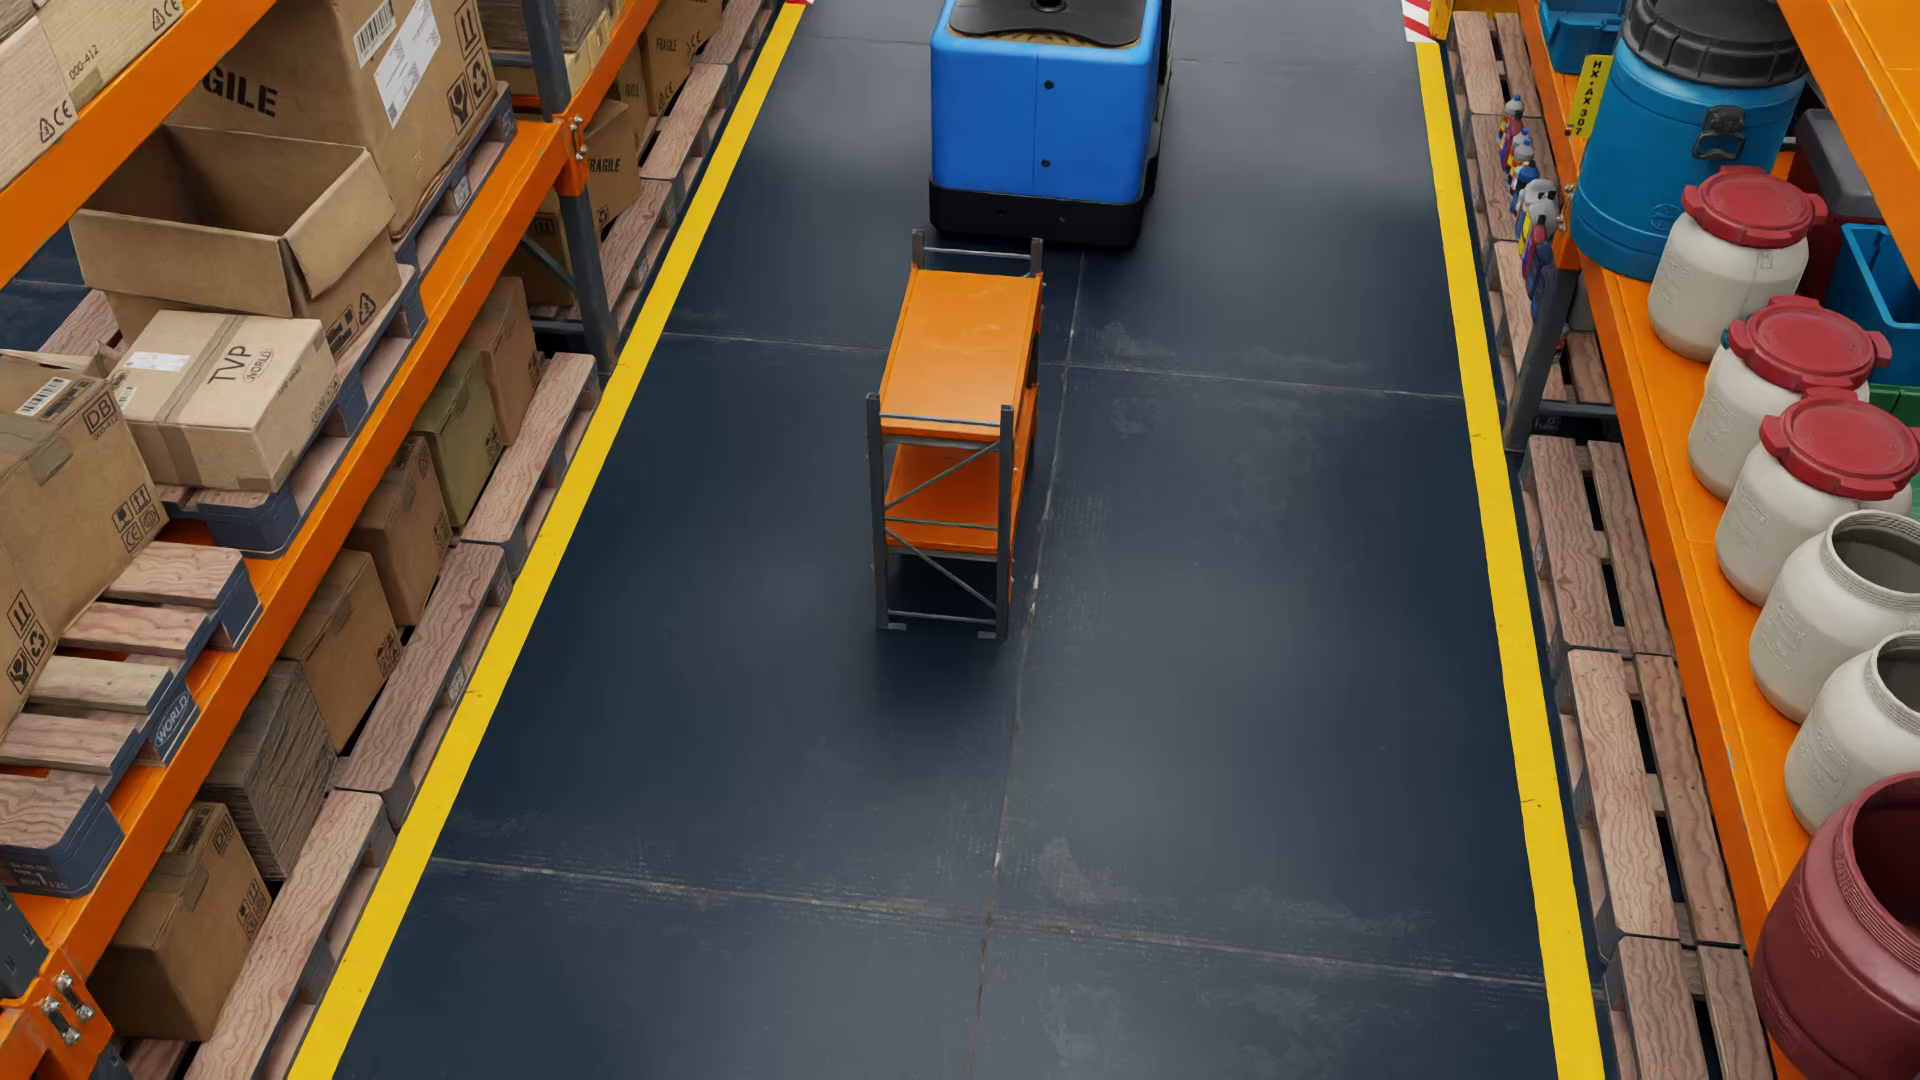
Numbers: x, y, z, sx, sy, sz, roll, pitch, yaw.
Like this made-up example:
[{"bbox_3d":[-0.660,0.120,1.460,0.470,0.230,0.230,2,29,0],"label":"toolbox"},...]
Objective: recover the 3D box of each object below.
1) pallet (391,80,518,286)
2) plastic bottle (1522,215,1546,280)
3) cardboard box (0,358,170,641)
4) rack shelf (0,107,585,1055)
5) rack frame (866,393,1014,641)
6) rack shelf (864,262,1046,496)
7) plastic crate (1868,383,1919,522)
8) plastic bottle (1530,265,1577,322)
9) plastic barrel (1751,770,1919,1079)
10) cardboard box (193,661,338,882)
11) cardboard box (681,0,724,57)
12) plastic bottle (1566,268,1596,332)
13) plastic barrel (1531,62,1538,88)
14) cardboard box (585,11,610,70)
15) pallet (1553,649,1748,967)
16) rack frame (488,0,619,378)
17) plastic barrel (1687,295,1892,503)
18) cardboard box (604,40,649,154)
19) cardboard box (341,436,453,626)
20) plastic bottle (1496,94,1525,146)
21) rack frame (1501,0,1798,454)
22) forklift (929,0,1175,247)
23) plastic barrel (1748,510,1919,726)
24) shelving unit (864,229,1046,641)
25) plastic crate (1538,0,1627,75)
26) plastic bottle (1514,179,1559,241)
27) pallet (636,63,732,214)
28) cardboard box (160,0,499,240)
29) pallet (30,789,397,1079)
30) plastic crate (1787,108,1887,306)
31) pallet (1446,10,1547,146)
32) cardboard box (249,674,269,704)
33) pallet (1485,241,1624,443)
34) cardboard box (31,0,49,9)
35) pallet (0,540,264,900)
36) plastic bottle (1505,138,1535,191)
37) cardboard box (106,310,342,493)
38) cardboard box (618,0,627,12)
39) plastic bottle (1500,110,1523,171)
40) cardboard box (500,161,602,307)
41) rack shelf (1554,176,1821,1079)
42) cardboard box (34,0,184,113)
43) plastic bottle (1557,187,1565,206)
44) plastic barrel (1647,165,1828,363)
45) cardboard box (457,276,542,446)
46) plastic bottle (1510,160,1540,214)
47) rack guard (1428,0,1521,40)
[{"bbox_3d":[-2.313,-1.335,6.118,1.003,0.211,1.213,5,44,6],"label":"pallet"},{"bbox_3d":[2.647,-1.346,7.646,0.061,0.283,0.133,8,44,8],"label":"plastic bottle"},{"bbox_3d":[-2.590,-0.136,4.334,0.700,0.500,0.500,11,45,12],"label":"cardboard box"},{"bbox_3d":[-2.332,-0.288,5.396,1.077,0.370,4.000,5,44,6],"label":"rack shelf"},{"bbox_3d":[-0.068,-0.057,5.992,0.500,1.125,0.032,5,44,6],"label":"rack frame"},{"bbox_3d":[-0.001,-0.616,6.157,0.538,0.278,1.000,5,44,6],"label":"rack shelf"},{"bbox_3d":[2.892,-0.173,4.905,0.450,0.188,0.662,5,44,6],"label":"plastic crate"},{"bbox_3d":[2.642,-1.125,7.363,0.144,0.351,0.185,4,44,4],"label":"plastic bottle"},{"bbox_3d":[2.074,0.871,3.550,0.600,0.536,0.708,5,44,6],"label":"plastic barrel"},{"bbox_3d":[-2.467,0.724,5.302,0.700,0.500,0.500,2,43,2],"label":"cardboard box"},{"bbox_3d":[-1.683,-3.049,9.301,0.500,0.500,0.500,16,46,16],"label":"cardboard box"},{"bbox_3d":[2.784,-1.112,7.349,0.144,0.351,0.185,5,44,6],"label":"plastic bottle"},{"bbox_3d":[3.293,-2.640,8.861,0.421,0.512,0.421,0,43,0],"label":"plastic barrel"},{"bbox_3d":[-1.695,-2.110,6.979,0.380,0.149,0.250,5,44,6],"label":"cardboard box"},{"bbox_3d":[2.618,0.923,5.622,1.003,0.211,1.213,5,44,6],"label":"pallet"},{"bbox_3d":[-2.067,-1.912,6.588,1.000,3.000,0.127,5,44,6],"label":"rack frame"},{"bbox_3d":[2.401,-0.379,4.870,0.433,0.535,0.433,0,43,0],"label":"plastic barrel"},{"bbox_3d":[-1.902,-2.247,8.455,0.500,0.500,0.500,2,43,2],"label":"cardboard box"},{"bbox_3d":[-2.325,-0.043,6.112,0.700,0.500,0.500,2,43,2],"label":"cardboard box"},{"bbox_3d":[2.822,-2.150,8.503,0.097,0.271,0.097,0,43,0],"label":"plastic bottle"},{"bbox_3d":[2.842,-1.462,6.113,1.000,3.000,0.127,5,44,6],"label":"rack frame"},{"bbox_3d":[0.601,-3.526,8.342,1.130,2.935,3.031,7,44,7],"label":"forklift"},{"bbox_3d":[2.293,0.216,4.259,0.421,0.512,0.421,0,43,0],"label":"plastic barrel"},{"bbox_3d":[-0.001,-0.404,6.358,0.538,1.125,1.048,5,44,6],"label":"shelving unit"},{"bbox_3d":[2.719,-2.187,6.986,0.499,0.251,0.616,5,44,6],"label":"plastic crate"},{"bbox_3d":[2.735,-1.559,7.876,0.152,0.276,0.135,6,44,6],"label":"plastic bottle"},{"bbox_3d":[-1.855,-2.195,8.914,1.003,0.211,1.213,5,44,6],"label":"pallet"},{"bbox_3d":[-2.311,-1.754,5.679,1.000,1.000,1.000,6,44,6],"label":"cardboard box"},{"bbox_3d":[-2.491,1.294,5.230,1.003,0.211,1.213,5,44,6],"label":"pallet"},{"bbox_3d":[3.081,-1.128,5.713,0.402,0.464,0.583,5,44,6],"label":"plastic crate"},{"bbox_3d":[3.295,-2.566,9.307,1.003,0.211,1.213,5,44,6],"label":"pallet"},{"bbox_3d":[-2.477,0.468,5.027,0.500,0.250,0.500,10,44,10],"label":"cardboard box"},{"bbox_3d":[2.972,-0.904,7.551,1.003,0.211,1.213,5,44,6],"label":"pallet"},{"bbox_3d":[-2.149,-1.479,3.512,0.500,0.500,0.500,4,44,4],"label":"cardboard box"},{"bbox_3d":[-2.608,0.388,4.298,1.213,0.211,1.003,5,44,6],"label":"pallet"},{"bbox_3d":[2.764,-1.848,8.185,0.097,0.271,0.097,0,43,0],"label":"plastic bottle"},{"bbox_3d":[-2.147,-0.406,4.800,0.500,0.250,0.500,4,44,4],"label":"cardboard box"},{"bbox_3d":[-1.666,-2.454,7.342,0.380,0.149,0.250,5,44,6],"label":"cardboard box"},{"bbox_3d":[2.774,-2.002,8.338,0.061,0.283,0.133,6,44,6],"label":"plastic bottle"},{"bbox_3d":[-1.975,-1.426,7.587,0.500,0.500,0.500,4,44,4],"label":"cardboard box"},{"bbox_3d":[2.578,0.162,4.920,1.077,0.370,4.000,5,44,6],"label":"rack shelf"},{"bbox_3d":[-2.155,-1.219,3.783,0.500,0.250,0.500,6,44,6],"label":"cardboard box"},{"bbox_3d":[2.841,-1.553,7.864,0.061,0.283,0.133,5,44,6],"label":"plastic bottle"},{"bbox_3d":[2.498,-0.879,5.398,0.433,0.535,0.433,0,43,0],"label":"plastic barrel"},{"bbox_3d":[-2.170,-0.748,6.856,0.700,0.500,0.500,2,43,2],"label":"cardboard box"},{"bbox_3d":[2.737,-1.710,8.039,0.097,0.271,0.097,0,43,0],"label":"plastic bottle"},{"bbox_3d":[3.408,-3.224,9.792,1.175,0.500,0.348,5,44,6],"label":"rack guard"}]
